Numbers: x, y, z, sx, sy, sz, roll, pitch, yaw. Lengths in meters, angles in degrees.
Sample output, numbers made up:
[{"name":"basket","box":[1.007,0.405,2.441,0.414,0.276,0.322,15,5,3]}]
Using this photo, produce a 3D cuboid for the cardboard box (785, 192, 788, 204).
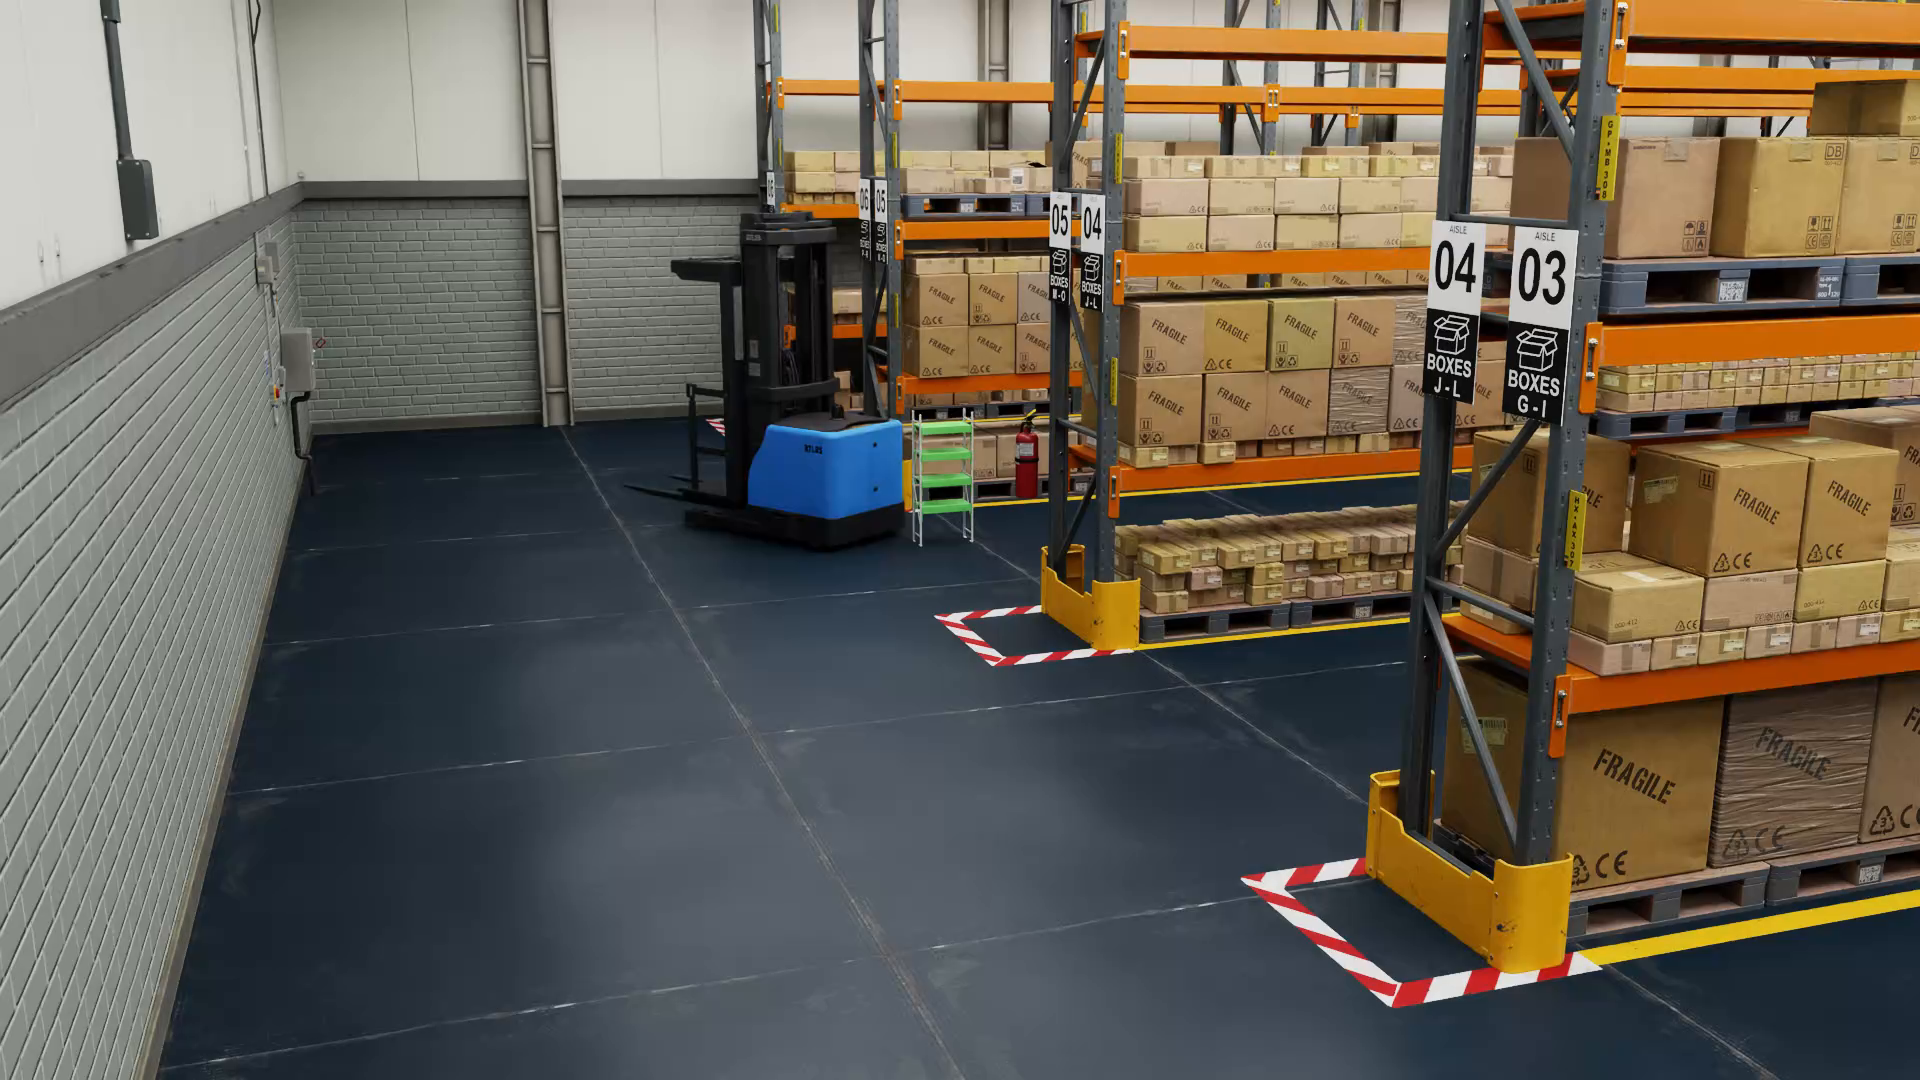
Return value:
[{"name":"cardboard box","box":[-2.142,-4.373,21.215,0.250,0.149,0.380,-4,14,-17]}]

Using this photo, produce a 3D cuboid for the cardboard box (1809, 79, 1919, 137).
[{"name":"cardboard box","box":[4.293,-1.973,7.619,0.500,0.250,0.500,-5,14,-20]}]

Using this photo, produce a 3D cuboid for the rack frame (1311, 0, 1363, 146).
[{"name":"rack frame","box":[5.211,-6.471,23.009,0.127,3.000,1.000,-4,14,-18]}]

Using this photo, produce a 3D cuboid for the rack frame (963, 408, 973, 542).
[{"name":"rack frame","box":[0.074,-0.590,15.136,0.015,1.200,0.240,-4,14,-18]}]

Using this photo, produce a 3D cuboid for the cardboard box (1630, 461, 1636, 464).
[{"name":"cardboard box","box":[5.306,-0.554,13.971,0.500,0.250,0.500,-5,14,-20]}]

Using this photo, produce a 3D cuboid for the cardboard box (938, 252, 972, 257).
[{"name":"cardboard box","box":[-0.058,-2.856,16.997,0.250,0.149,0.380,-5,14,-19]}]

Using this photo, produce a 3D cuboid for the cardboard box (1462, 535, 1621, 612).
[{"name":"cardboard box","box":[2.750,0.134,7.885,0.500,0.250,0.500,-5,14,-19]}]

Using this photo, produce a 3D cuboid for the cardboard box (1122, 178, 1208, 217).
[{"name":"cardboard box","box":[1.398,-2.401,11.624,0.500,0.250,0.500,-4,14,-17]}]

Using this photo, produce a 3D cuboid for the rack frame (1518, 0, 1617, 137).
[{"name":"rack frame","box":[4.681,-4.009,12.659,0.127,3.000,1.000,-4,14,-18]}]

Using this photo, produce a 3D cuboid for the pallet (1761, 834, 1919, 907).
[{"name":"pallet","box":[4.263,1.491,8.525,1.213,0.211,1.003,-4,14,-18]}]

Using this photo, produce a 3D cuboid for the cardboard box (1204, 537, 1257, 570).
[{"name":"cardboard box","box":[1.997,0.096,12.330,0.250,0.149,0.380,-4,14,-18]}]

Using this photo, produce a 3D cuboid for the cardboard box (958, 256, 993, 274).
[{"name":"cardboard box","box":[0.148,-2.719,16.419,0.250,0.149,0.380,-4,14,-16]}]

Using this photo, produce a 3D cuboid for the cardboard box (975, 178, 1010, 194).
[{"name":"cardboard box","box":[0.320,-3.494,16.392,0.250,0.149,0.380,-4,14,-16]}]

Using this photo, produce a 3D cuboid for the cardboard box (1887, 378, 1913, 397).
[{"name":"cardboard box","box":[7.671,-1.294,13.842,0.250,0.149,0.380,-4,14,-17]}]

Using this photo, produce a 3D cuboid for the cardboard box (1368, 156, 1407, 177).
[{"name":"cardboard box","box":[3.020,-2.707,12.048,0.250,0.149,0.380,-5,14,-19]}]

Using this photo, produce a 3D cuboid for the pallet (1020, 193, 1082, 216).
[{"name":"pallet","box":[1.073,-3.438,16.930,1.213,0.211,1.003,-4,14,-18]}]

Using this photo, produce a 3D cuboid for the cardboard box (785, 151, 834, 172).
[{"name":"cardboard box","box":[-1.871,-4.714,20.705,0.500,0.250,0.500,-5,14,-19]}]

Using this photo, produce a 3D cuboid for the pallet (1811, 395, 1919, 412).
[{"name":"pallet","box":[7.830,-1.217,14.297,1.003,0.211,1.213,-4,14,-18]}]

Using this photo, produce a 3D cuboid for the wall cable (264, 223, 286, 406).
[{"name":"wall cable","box":[-6.585,-2.257,16.060,0.122,1.984,0.588,-4,14,-18]}]

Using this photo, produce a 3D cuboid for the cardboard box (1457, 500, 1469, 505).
[{"name":"cardboard box","box":[4.288,-0.217,13.650,0.250,0.149,0.380,-4,14,-16]}]

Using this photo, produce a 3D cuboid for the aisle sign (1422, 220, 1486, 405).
[{"name":"aisle sign","box":[2.212,-1.025,7.461,0.004,0.787,0.394,-4,14,-18]}]

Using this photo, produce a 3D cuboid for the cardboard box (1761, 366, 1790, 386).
[{"name":"cardboard box","box":[6.443,-1.344,13.409,0.250,0.149,0.380,-5,14,-19]}]

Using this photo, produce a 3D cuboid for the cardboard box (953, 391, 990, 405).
[{"name":"cardboard box","box":[0.045,-2.106,22.115,0.500,0.500,0.700,-5,14,-20]}]

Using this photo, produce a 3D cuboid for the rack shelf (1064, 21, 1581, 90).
[{"name":"rack shelf","box":[2.785,-3.510,12.122,4.000,0.370,1.077,-4,14,-18]}]

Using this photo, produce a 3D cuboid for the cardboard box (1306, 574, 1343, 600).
[{"name":"cardboard box","box":[2.696,0.328,12.643,0.250,0.149,0.380,-5,14,-21]}]

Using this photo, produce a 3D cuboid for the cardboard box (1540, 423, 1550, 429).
[{"name":"cardboard box","box":[4.485,-0.896,13.078,0.250,0.149,0.380,-5,14,-19]}]

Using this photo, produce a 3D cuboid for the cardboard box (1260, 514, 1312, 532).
[{"name":"cardboard box","box":[2.559,-0.082,13.081,0.250,0.149,0.380,-5,14,-20]}]

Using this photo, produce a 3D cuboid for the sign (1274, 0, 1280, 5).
[{"name":"sign","box":[3.160,-5.495,16.546,0.005,0.325,0.100,-4,14,-18]}]

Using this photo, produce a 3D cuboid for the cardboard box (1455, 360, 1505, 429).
[{"name":"cardboard box","box":[3.820,-1.148,12.737,0.500,0.500,0.500,-5,14,-20]}]

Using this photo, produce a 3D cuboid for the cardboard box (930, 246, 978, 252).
[{"name":"cardboard box","box":[-0.077,-3.642,22.141,0.500,0.500,0.500,-5,14,-20]}]

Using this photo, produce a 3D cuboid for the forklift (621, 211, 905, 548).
[{"name":"forklift","box":[-1.988,-1.608,15.675,3.031,2.935,1.130,10,17,37]}]

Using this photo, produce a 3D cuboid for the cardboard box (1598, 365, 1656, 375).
[{"name":"cardboard box","box":[5.201,-1.390,12.963,0.250,0.149,0.380,-4,14,-15]}]

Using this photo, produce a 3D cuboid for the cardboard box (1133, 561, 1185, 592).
[{"name":"cardboard box","box":[1.468,0.260,12.285,0.250,0.149,0.380,-4,14,-16]}]

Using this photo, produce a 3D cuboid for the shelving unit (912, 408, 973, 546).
[{"name":"shelving unit","box":[-0.157,-0.571,15.060,0.503,1.200,0.258,-4,14,-18]}]

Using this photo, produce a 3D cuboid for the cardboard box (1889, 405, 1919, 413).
[{"name":"cardboard box","box":[5.162,-0.418,8.586,0.500,0.500,0.500,-4,14,-18]}]

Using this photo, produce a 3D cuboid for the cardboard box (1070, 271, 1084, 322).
[{"name":"cardboard box","box":[1.206,-2.498,16.893,0.500,0.500,0.500,-4,14,-18]}]

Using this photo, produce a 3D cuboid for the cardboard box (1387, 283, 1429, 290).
[{"name":"cardboard box","box":[3.689,-1.749,13.101,0.500,0.500,0.500,-5,14,-20]}]

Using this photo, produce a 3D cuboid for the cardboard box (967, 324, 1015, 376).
[{"name":"cardboard box","box":[0.232,-1.938,16.700,0.500,0.500,0.500,-5,14,-19]}]

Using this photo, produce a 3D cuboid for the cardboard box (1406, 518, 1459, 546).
[{"name":"cardboard box","box":[3.692,-0.065,13.007,0.250,0.149,0.380,-4,14,-16]}]

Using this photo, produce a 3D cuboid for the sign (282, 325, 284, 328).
[{"name":"sign","box":[-7.007,-1.971,17.258,0.001,0.494,0.329,-4,14,-18]}]

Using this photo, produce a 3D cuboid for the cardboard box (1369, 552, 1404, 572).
[{"name":"cardboard box","box":[3.218,0.122,12.865,0.250,0.149,0.380,-5,14,-21]}]

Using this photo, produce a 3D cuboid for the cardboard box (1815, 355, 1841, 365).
[{"name":"cardboard box","box":[6.927,-1.526,13.532,0.250,0.149,0.380,-4,14,-15]}]

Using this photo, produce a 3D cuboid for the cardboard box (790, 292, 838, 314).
[{"name":"cardboard box","box":[-1.856,-3.008,21.096,0.500,0.250,0.500,-4,14,-18]}]

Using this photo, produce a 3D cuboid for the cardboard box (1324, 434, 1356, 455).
[{"name":"cardboard box","box":[2.763,-0.752,12.471,0.250,0.149,0.380,-4,14,-16]}]

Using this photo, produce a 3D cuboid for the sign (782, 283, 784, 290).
[{"name":"sign","box":[-2.198,-3.264,20.620,0.005,0.325,0.100,-4,14,-18]}]

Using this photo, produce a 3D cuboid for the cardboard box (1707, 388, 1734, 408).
[{"name":"cardboard box","box":[5.938,-1.159,13.274,0.250,0.149,0.380,-4,14,-18]}]

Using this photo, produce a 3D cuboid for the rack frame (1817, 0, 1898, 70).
[{"name":"rack frame","box":[10.588,-5.678,19.674,0.127,3.000,1.000,-4,14,-18]}]

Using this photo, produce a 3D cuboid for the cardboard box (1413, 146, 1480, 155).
[{"name":"cardboard box","box":[5.219,-3.983,17.906,0.500,0.500,0.500,-4,14,-18]}]

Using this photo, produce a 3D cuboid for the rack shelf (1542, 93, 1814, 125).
[{"name":"rack shelf","box":[8.693,-4.986,19.183,4.000,0.370,1.077,-4,14,-18]}]

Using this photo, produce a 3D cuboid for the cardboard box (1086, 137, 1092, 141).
[{"name":"cardboard box","box":[1.688,-5.231,22.159,0.258,0.266,0.396,-5,14,-19]}]

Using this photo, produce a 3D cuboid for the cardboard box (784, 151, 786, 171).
[{"name":"cardboard box","box":[-2.039,-4.830,21.194,0.500,0.250,0.500,-5,14,-20]}]

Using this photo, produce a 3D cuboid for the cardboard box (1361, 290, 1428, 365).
[{"name":"cardboard box","box":[3.343,-1.602,12.485,0.500,0.500,0.500,-4,14,-17]}]

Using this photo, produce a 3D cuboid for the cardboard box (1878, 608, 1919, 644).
[{"name":"cardboard box","box":[4.275,0.354,7.821,0.250,0.149,0.380,-5,14,-19]}]

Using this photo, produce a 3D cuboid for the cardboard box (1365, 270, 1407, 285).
[{"name":"cardboard box","box":[4.464,-2.753,17.967,0.500,0.500,0.500,-5,14,-19]}]

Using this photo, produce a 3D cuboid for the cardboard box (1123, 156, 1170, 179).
[{"name":"cardboard box","box":[1.269,-2.593,11.569,0.250,0.149,0.380,-5,14,-19]}]
